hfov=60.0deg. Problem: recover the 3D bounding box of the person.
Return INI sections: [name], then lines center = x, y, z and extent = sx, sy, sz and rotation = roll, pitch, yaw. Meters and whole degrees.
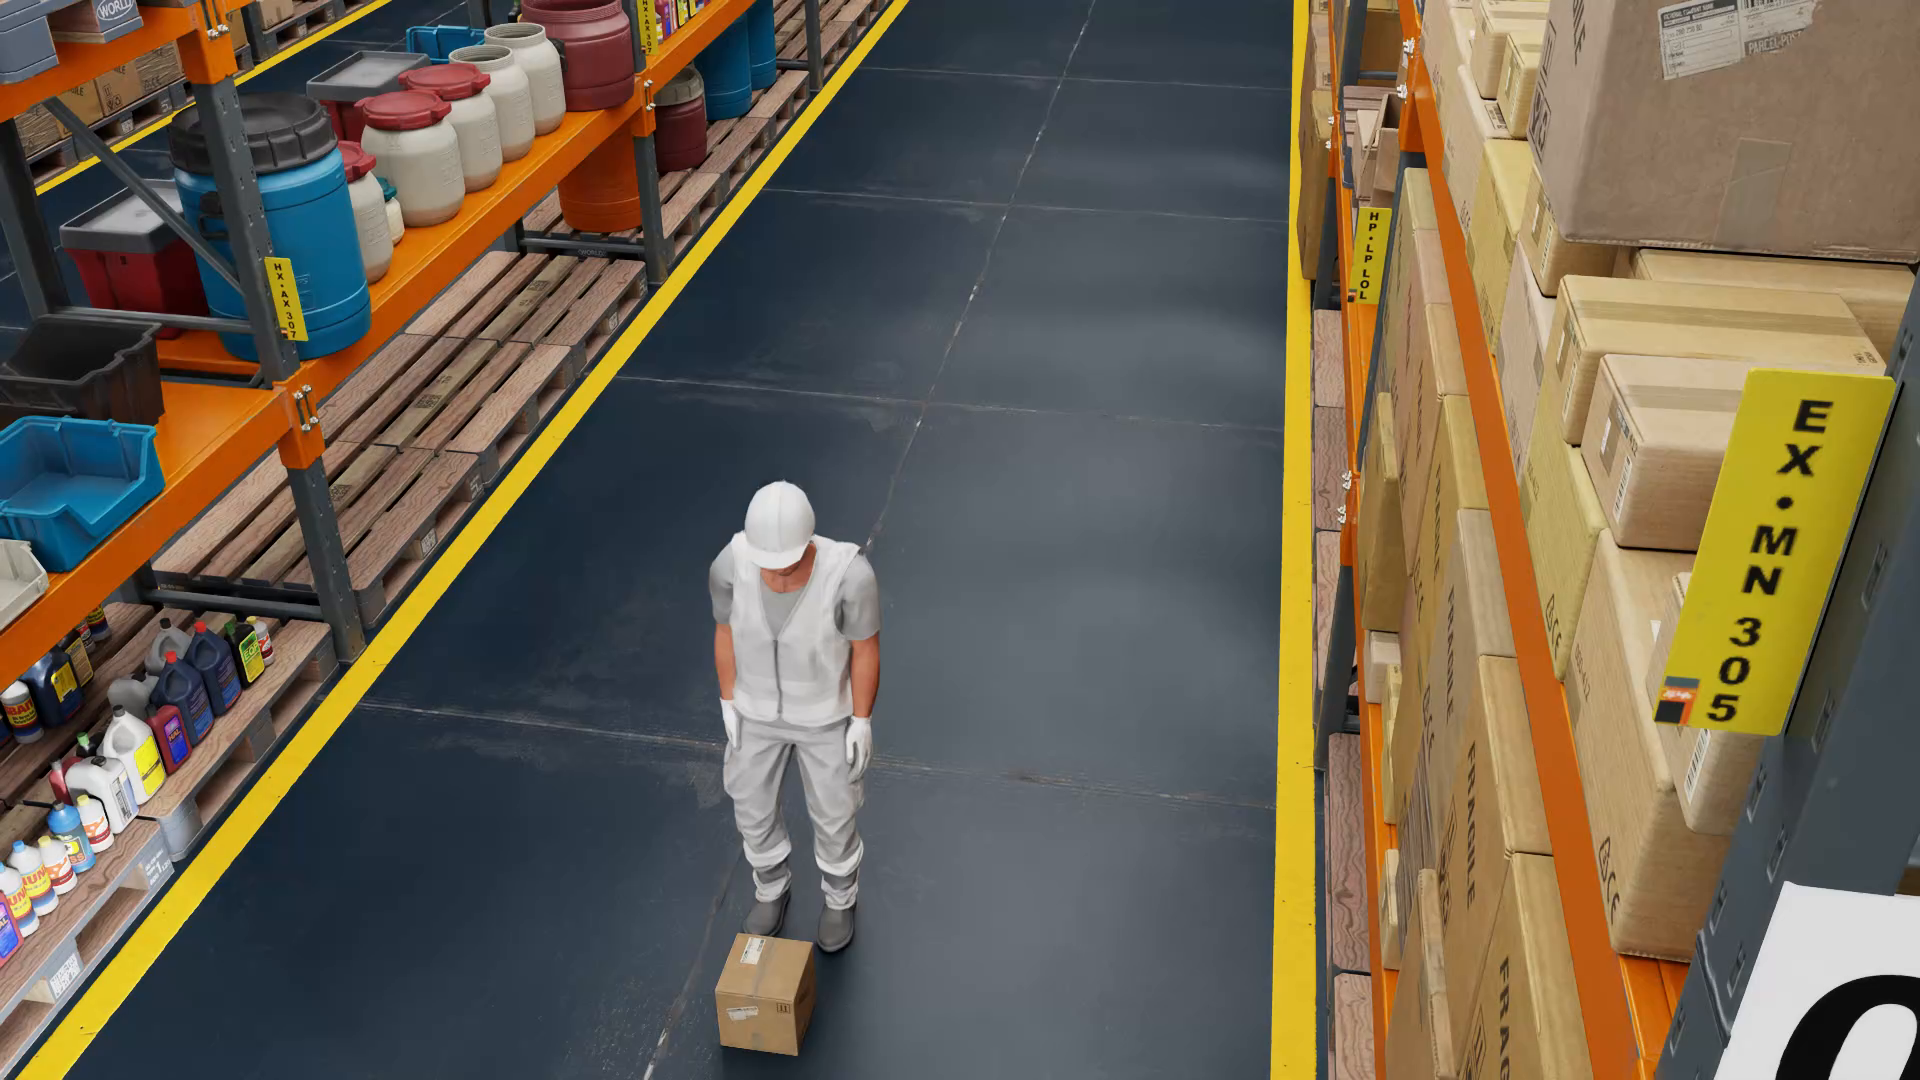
[person]
center = -0.510, 0.563, 5.248
extent = 0.536, 1.758, 0.413
rotation = 6, 33, 9
